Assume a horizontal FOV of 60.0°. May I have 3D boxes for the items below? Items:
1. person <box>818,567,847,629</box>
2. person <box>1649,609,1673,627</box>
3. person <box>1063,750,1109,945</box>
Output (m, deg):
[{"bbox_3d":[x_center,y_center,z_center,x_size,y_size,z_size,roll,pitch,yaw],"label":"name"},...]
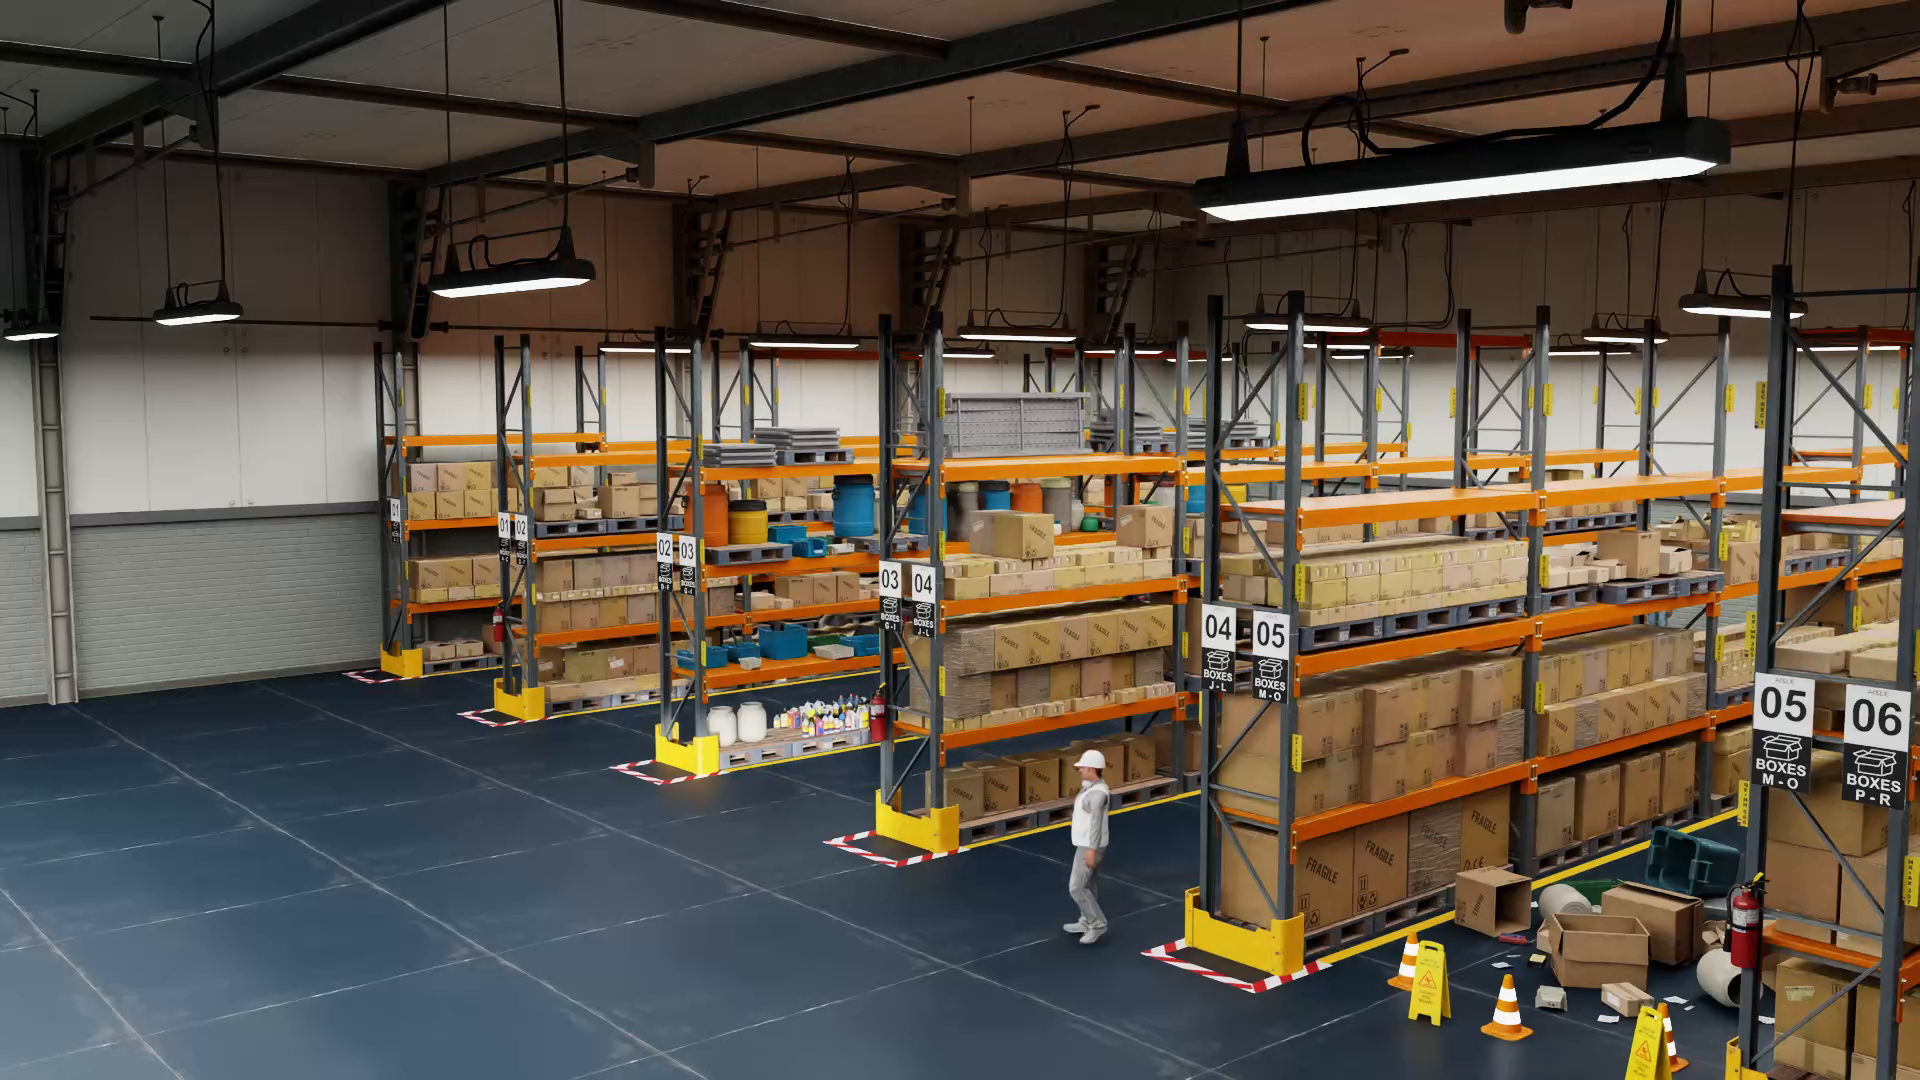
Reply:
[{"bbox_3d":[-2.490,1.336,32.721,0.995,1.767,0.753,-4,7,-40],"label":"person"},{"bbox_3d":[13.681,1.345,32.534,0.600,1.797,0.558,4,7,37],"label":"person"},{"bbox_3d":[1.189,2.865,15.675,0.425,1.793,0.567,0,5,4],"label":"person"}]
